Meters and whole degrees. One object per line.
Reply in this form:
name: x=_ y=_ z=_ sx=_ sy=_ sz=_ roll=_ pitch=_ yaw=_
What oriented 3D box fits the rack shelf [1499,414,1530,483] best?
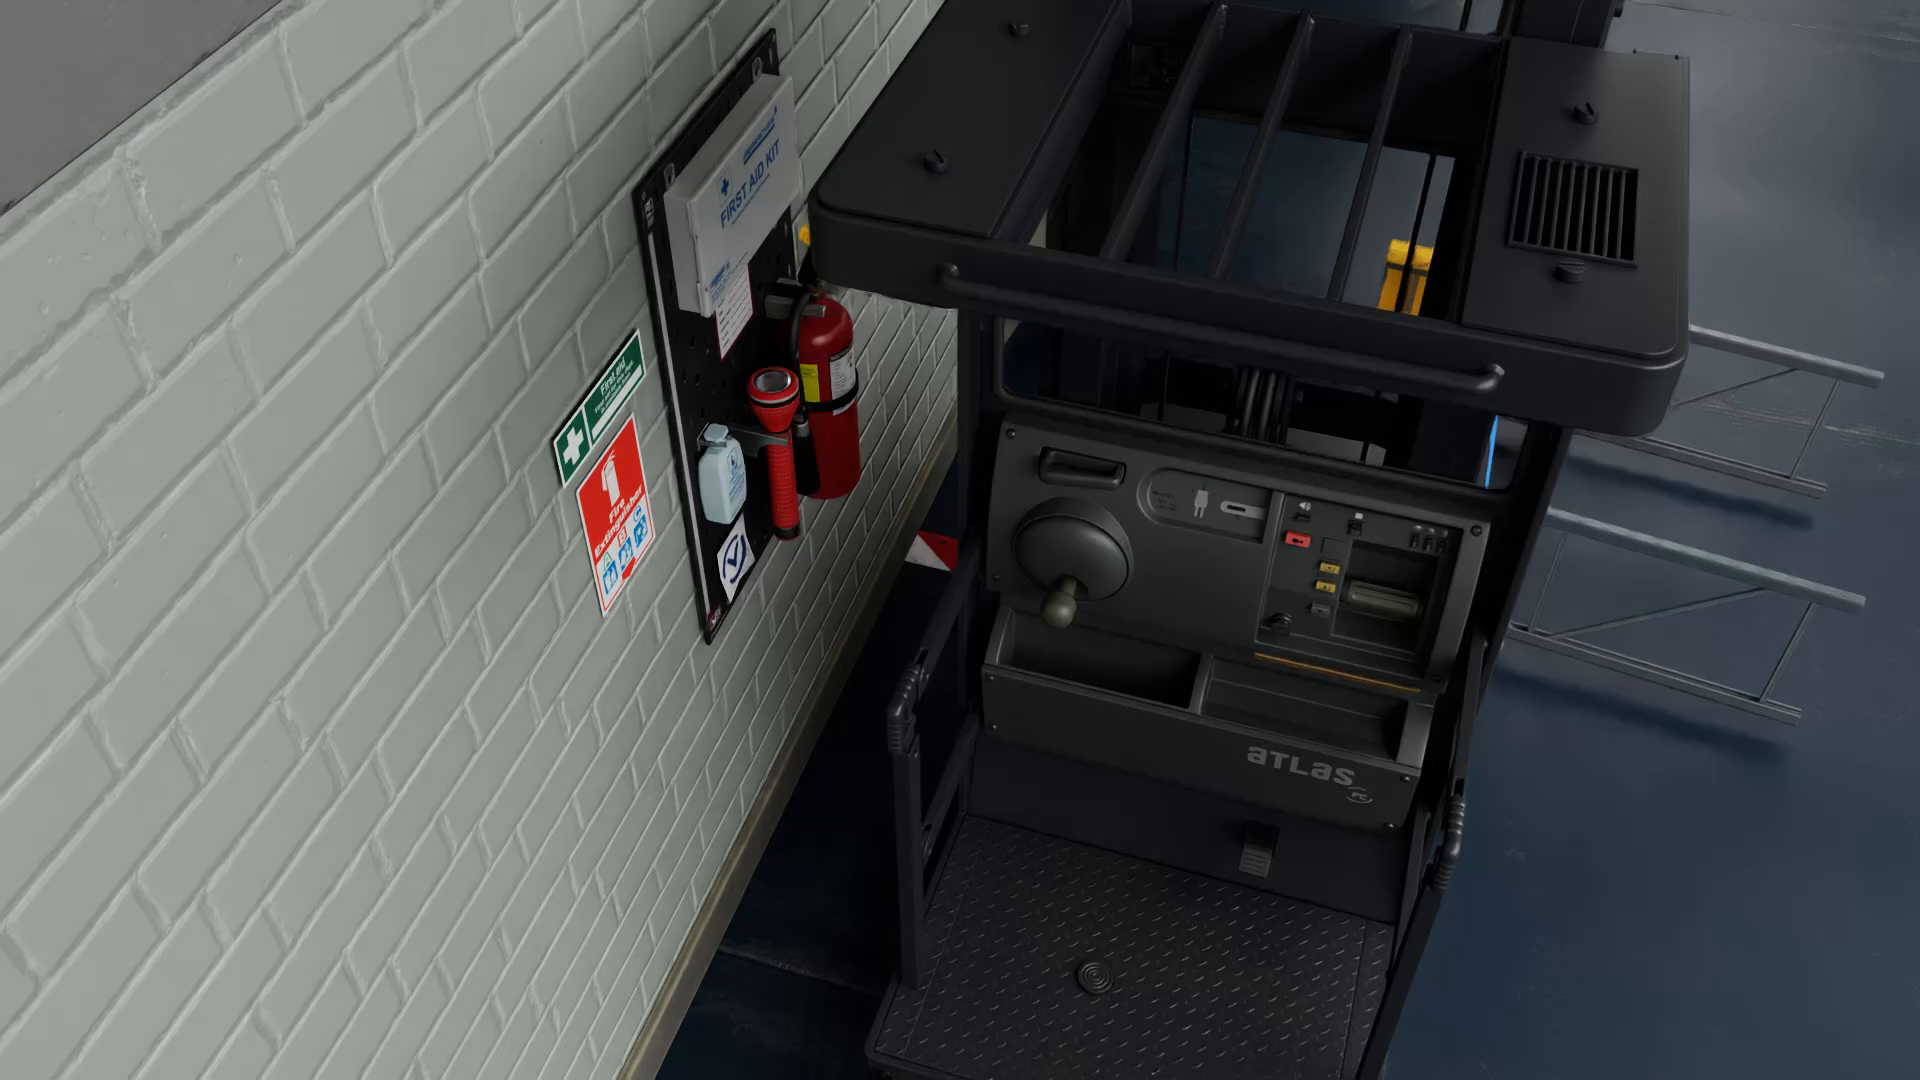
rack shelf: x=1.703 y=-0.263 z=5.079 sx=0.185 sy=0.538 sz=1.000 roll=18 pitch=47 yaw=17

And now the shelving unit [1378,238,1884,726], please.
shelving unit: x=1.871 y=-0.216 z=5.033 sx=1.500 sy=0.587 sz=1.083 roll=18 pitch=47 yaw=17

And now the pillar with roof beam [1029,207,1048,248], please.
pillar with roof beam: x=4.511 y=-3.251 z=2.138 sx=9.100 sy=9.000 sz=0.400 roll=13 pitch=46 yaw=13

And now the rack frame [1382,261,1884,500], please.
rack frame: x=2.075 y=-0.534 z=5.359 sx=1.500 sy=0.500 sz=0.032 roll=18 pitch=47 yaw=17

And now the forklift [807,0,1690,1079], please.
forklift: x=0.448 y=0.122 z=3.030 sx=1.130 sy=2.935 sz=3.031 roll=13 pitch=46 yaw=13

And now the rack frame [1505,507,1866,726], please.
rack frame: x=1.658 y=0.114 z=4.696 sx=1.500 sy=0.500 sz=0.032 roll=18 pitch=47 yaw=17

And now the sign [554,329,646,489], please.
sign: x=-0.633 y=-0.236 z=2.942 sx=0.001 sy=0.109 sz=0.331 roll=13 pitch=46 yaw=13

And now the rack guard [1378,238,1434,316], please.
rack guard: x=1.505 y=-0.717 z=5.538 sx=0.250 sy=0.587 sz=0.087 roll=18 pitch=47 yaw=17

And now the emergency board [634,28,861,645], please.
emergency board: x=-0.377 y=-0.379 z=3.493 sx=0.194 sy=1.169 sz=0.643 roll=13 pitch=46 yaw=13

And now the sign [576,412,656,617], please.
sign: x=-0.643 y=-0.045 z=3.126 sx=0.001 sy=0.329 sz=0.234 roll=13 pitch=46 yaw=13

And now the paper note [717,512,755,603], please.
paper note: x=-0.496 y=0.039 z=3.695 sx=0.016 sy=0.148 sz=0.142 roll=13 pitch=46 yaw=13
